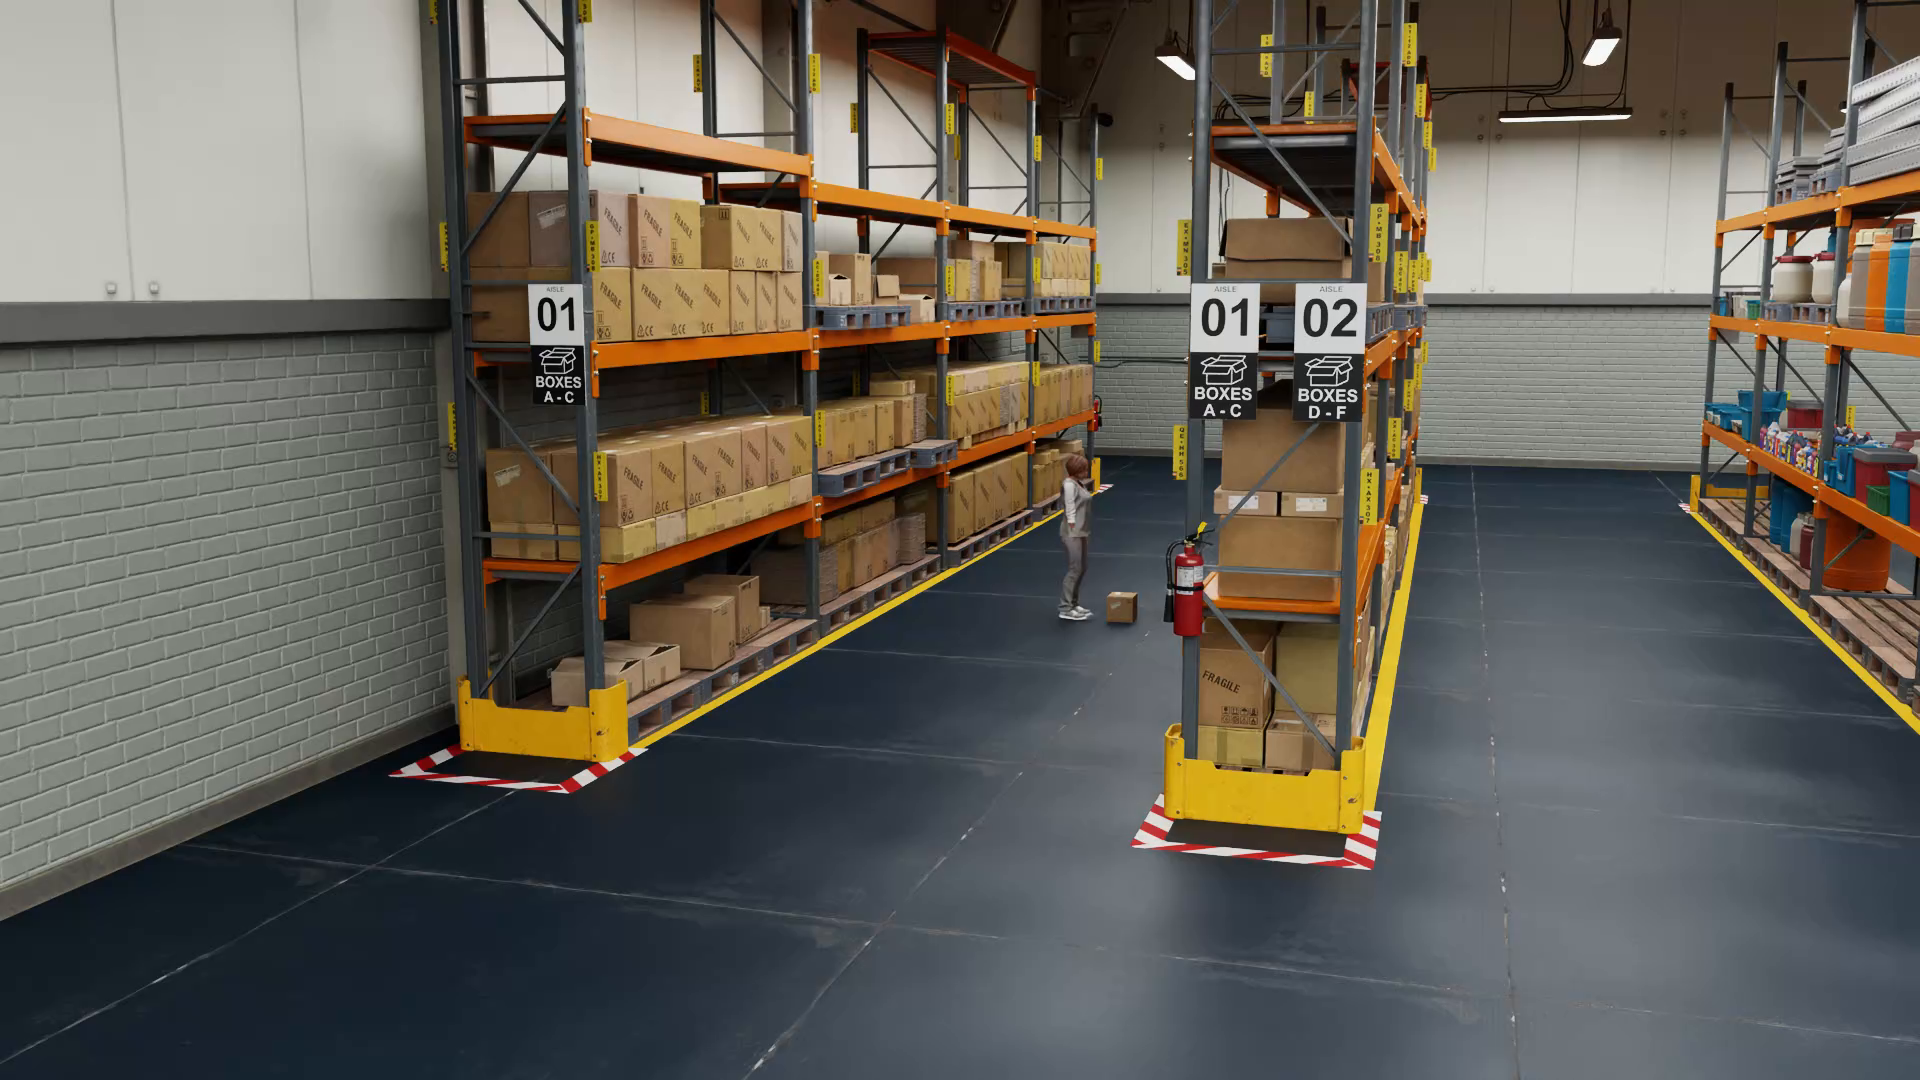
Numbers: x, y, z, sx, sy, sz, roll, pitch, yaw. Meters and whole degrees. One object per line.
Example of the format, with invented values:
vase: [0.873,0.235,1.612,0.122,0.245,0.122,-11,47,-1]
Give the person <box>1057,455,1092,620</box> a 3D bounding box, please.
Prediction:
person: [1.118,-0.029,16.133,0.299,1.583,0.407,3,9,17]
